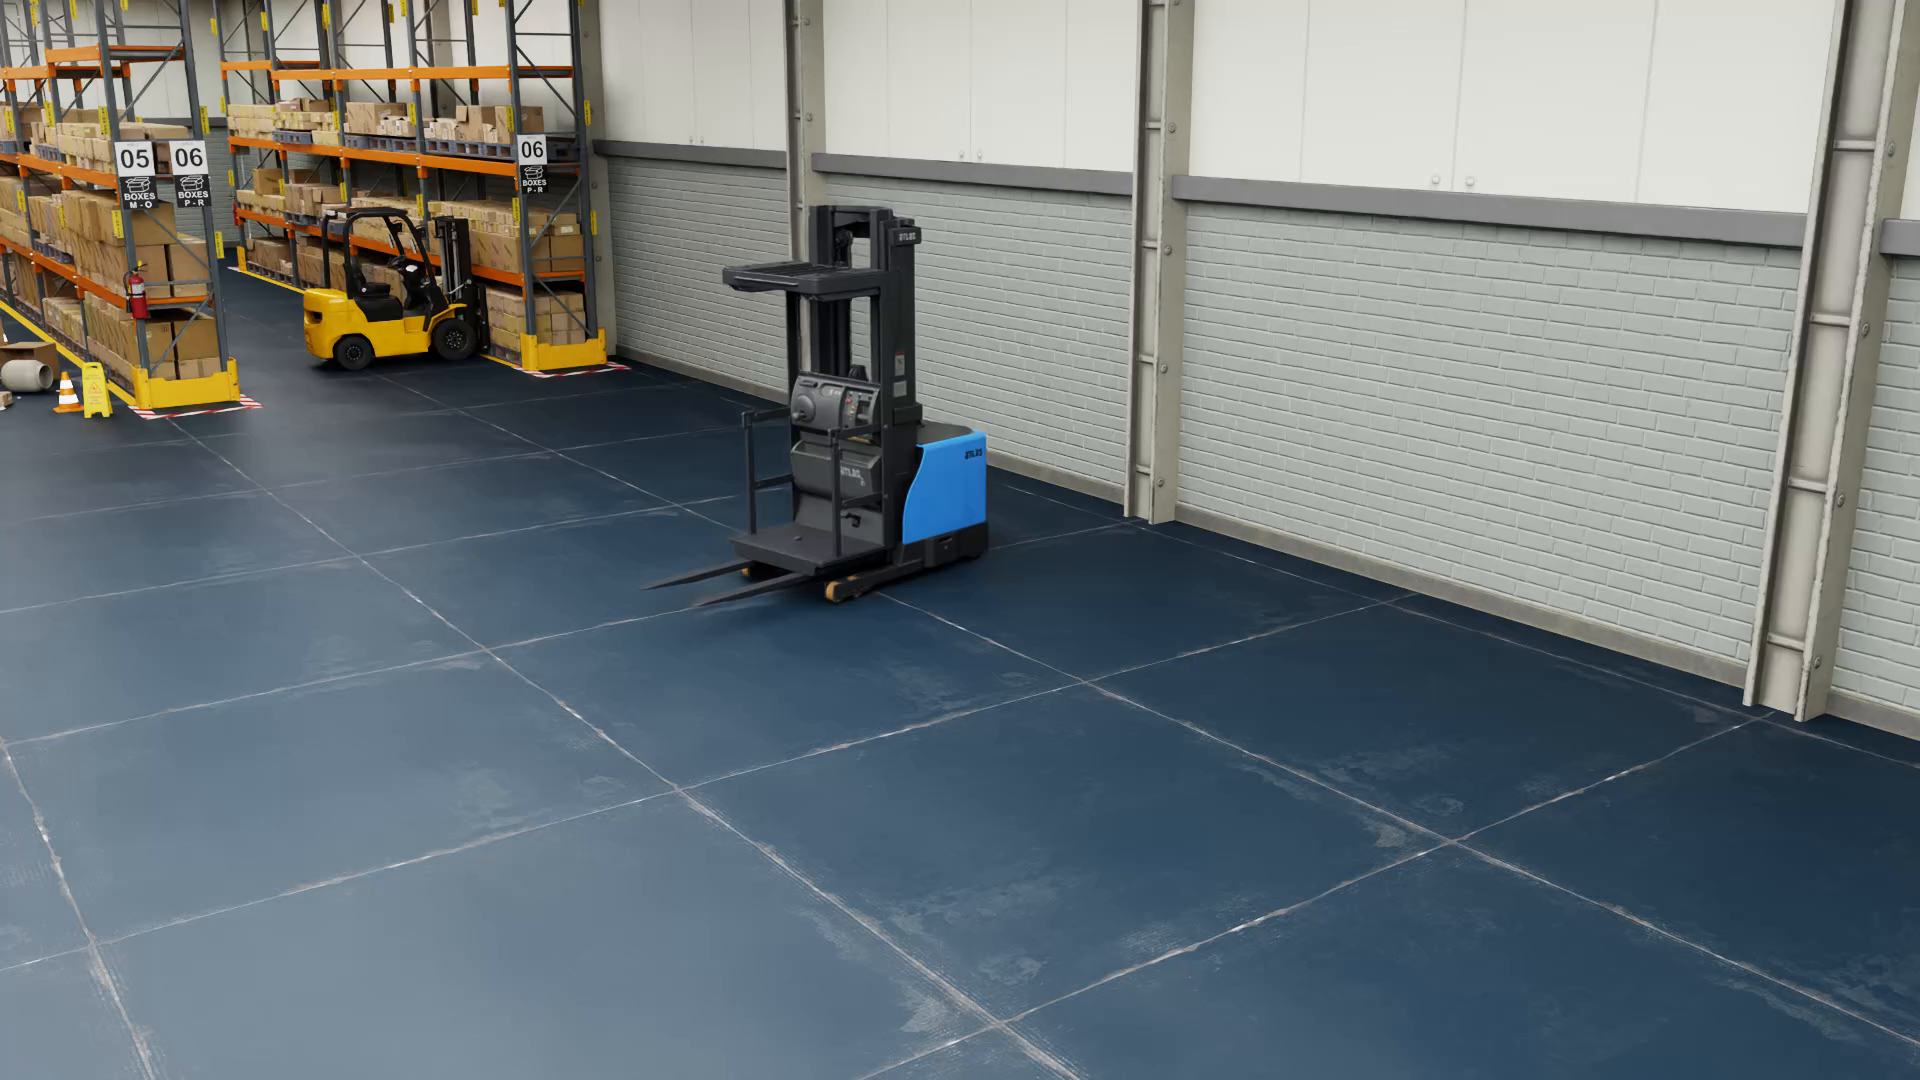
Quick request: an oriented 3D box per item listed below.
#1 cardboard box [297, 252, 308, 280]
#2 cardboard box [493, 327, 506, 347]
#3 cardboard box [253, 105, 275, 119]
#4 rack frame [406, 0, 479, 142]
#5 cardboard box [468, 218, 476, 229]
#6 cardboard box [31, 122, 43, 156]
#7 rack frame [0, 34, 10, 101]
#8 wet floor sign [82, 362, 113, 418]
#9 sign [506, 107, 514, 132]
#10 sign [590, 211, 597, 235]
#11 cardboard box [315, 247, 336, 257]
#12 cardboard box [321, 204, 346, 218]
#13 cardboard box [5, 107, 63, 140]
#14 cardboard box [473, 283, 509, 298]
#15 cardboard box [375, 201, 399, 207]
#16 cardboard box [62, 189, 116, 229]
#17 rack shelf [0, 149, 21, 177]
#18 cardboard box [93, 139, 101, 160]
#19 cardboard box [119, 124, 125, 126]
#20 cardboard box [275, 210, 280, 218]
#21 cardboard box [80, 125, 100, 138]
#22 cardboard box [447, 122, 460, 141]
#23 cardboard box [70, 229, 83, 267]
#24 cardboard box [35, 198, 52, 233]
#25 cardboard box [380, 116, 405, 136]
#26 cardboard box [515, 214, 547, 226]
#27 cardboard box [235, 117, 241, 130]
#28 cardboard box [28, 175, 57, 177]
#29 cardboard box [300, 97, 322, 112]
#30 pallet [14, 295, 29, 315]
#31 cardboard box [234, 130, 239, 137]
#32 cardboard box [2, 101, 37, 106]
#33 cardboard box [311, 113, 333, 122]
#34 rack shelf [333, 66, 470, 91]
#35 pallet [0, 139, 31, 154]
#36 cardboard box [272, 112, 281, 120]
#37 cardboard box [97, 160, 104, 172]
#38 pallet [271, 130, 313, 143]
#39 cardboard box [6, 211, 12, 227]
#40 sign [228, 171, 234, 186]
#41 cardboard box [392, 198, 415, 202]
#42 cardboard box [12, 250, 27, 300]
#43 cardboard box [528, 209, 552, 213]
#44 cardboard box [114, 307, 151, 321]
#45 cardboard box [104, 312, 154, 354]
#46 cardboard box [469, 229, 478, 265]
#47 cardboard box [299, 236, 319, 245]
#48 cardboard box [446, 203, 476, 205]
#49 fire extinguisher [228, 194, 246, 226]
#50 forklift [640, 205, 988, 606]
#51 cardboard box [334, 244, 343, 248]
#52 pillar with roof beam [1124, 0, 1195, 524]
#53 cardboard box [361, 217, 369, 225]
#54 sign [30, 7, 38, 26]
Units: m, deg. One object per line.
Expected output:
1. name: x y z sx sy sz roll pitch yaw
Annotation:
1. cardboard box: -12.576 -5.348 32.375 0.500 0.500 0.500 -10 18 -32
2. cardboard box: -6.439 -2.963 24.131 0.500 0.250 0.500 -11 19 -35
3. cardboard box: -13.766 -8.536 33.172 0.500 0.250 0.500 -10 18 -34
4. rack frame: -7.974 -7.675 25.572 1.000 3.000 0.127 -11 19 -35
5. cardboard box: -7.106 -4.700 24.649 0.380 0.149 0.250 -11 19 -36
6. cardboard box: -13.790 -6.155 25.512 0.700 0.500 0.500 -11 19 -35
7. rack frame: -19.043 -9.466 32.116 1.000 3.000 0.127 -11 19 -35
8. wet floor sign: -10.389 -1.814 19.981 0.267 0.644 0.232 -4 16 -15
9. sign: -6.069 -5.682 22.444 0.100 0.325 0.005 -11 19 -35
10. sign: -5.170 -4.468 23.428 0.100 0.325 0.005 -11 19 -35
11. cardboard box: -12.008 -5.466 31.575 0.380 0.149 0.250 -11 19 -35
12. cardboard box: -11.208 -5.941 30.088 0.500 0.250 0.500 -12 19 -37
13. cardboard box: -14.683 -6.621 26.410 0.797 0.503 0.637 -12 20 -38
14. cardboard box: -7.047 -3.659 24.783 0.500 0.250 0.500 -11 19 -36
15. cardboard box: -9.610 -5.609 27.969 0.380 0.149 0.250 -10 18 -33
16. cardboard box: -11.904 -4.556 22.895 0.700 0.500 0.500 -11 19 -35
17. rack shelf: -15.515 -6.391 27.926 1.077 0.370 4.000 -11 19 -35
18. cardboard box: -10.438 -4.851 20.657 0.500 0.250 0.500 -11 19 -35
19. cardboard box: -10.999 -5.467 22.150 0.380 0.149 0.250 -11 19 -36
20. cardboard box: -13.413 -6.501 33.124 0.380 0.149 0.250 -10 18 -33
21. cardboard box: -11.002 -5.215 21.231 0.380 0.149 0.250 -10 18 -33
22. cardboard box: -7.347 -6.050 24.587 0.396 0.266 0.258 -11 19 -36
23. cardboard box: -11.954 -4.065 22.992 0.500 0.500 0.500 -11 19 -35
24. cardboard box: -13.949 -5.016 25.674 0.500 0.500 0.500 -10 18 -32
25. cardboard box: -9.048 -6.717 26.936 0.500 0.311 0.500 -12 19 -36
26. cardboard box: -6.003 -4.476 23.265 0.380 0.149 0.250 -11 19 -34
27. cardboard box: -14.674 -8.619 34.424 0.500 0.250 0.500 -10 18 -33
28. cardboard box: -16.225 -6.192 29.436 0.500 0.500 0.500 -10 18 -33
29. cardboard box: -12.443 -8.355 31.880 0.396 0.266 0.258 -11 19 -35
30. pallet: -16.176 -4.220 29.596 1.003 0.211 1.213 -11 19 -35
31. cardboard box: -15.031 -8.565 34.982 0.380 0.149 0.250 -10 18 -33
32. cardboard box: -16.867 -7.622 29.887 0.500 0.500 0.500 -10 18 -34
33. cardboard box: -11.530 -7.650 30.129 0.380 0.149 0.250 -11 19 -34
34. rack shelf: -9.150 -7.562 27.280 1.077 0.370 4.000 -11 19 -35
35. pallet: -14.760 -6.349 26.768 1.213 0.211 1.003 -10 18 -32
36. cardboard box: -12.857 -8.078 31.653 0.380 0.149 0.250 -10 18 -33
37. cardboard box: -10.653 -4.735 20.987 0.380 0.149 0.250 -11 19 -35
38. pallet: -12.351 -7.696 31.685 1.213 0.211 1.003 -11 19 -35
39. cardboard box: -15.757 -5.423 28.045 0.500 0.250 0.500 -12 19 -36
40. sign: -15.469 -7.677 35.304 0.100 0.325 0.005 -11 19 -35
41. cardboard box: -9.624 -5.855 28.869 0.380 0.149 0.250 -11 19 -35
42. cardboard box: -16.262 -4.776 29.574 0.875 0.875 0.875 -10 18 -33
43. cardboard box: -6.074 -4.707 24.111 0.380 0.149 0.250 -11 19 -34
44. cardboard box: -10.587 -2.905 21.273 0.380 0.149 0.250 -10 18 -33
45. cardboard box: -10.918 -2.744 21.914 0.500 0.500 0.500 -11 19 -36
46. cardboard box: -7.028 -4.367 24.660 0.500 0.500 0.500 -11 19 -34
47. cardboard box: -12.633 -5.834 32.358 0.380 0.149 0.250 -11 19 -35
48. cardboard box: -7.643 -5.077 25.462 0.380 0.149 0.250 -11 19 -36
49. fire extinguisher: -15.490 -7.086 35.638 0.296 0.674 0.183 -11 19 -35
50. forklift: -1.130 -1.080 12.971 1.130 2.935 3.031 14 20 41
51. cardboard box: -11.920 -5.660 32.283 0.380 0.149 0.250 -11 19 -34
52. pillar with roof beam: -1.729 -3.879 11.702 9.100 9.000 0.400 -11 19 -35
53. cardboard box: -9.969 -5.565 28.562 0.500 0.250 0.500 -10 18 -33
54. sign: -16.259 -9.187 29.179 0.100 0.325 0.005 -11 19 -35
